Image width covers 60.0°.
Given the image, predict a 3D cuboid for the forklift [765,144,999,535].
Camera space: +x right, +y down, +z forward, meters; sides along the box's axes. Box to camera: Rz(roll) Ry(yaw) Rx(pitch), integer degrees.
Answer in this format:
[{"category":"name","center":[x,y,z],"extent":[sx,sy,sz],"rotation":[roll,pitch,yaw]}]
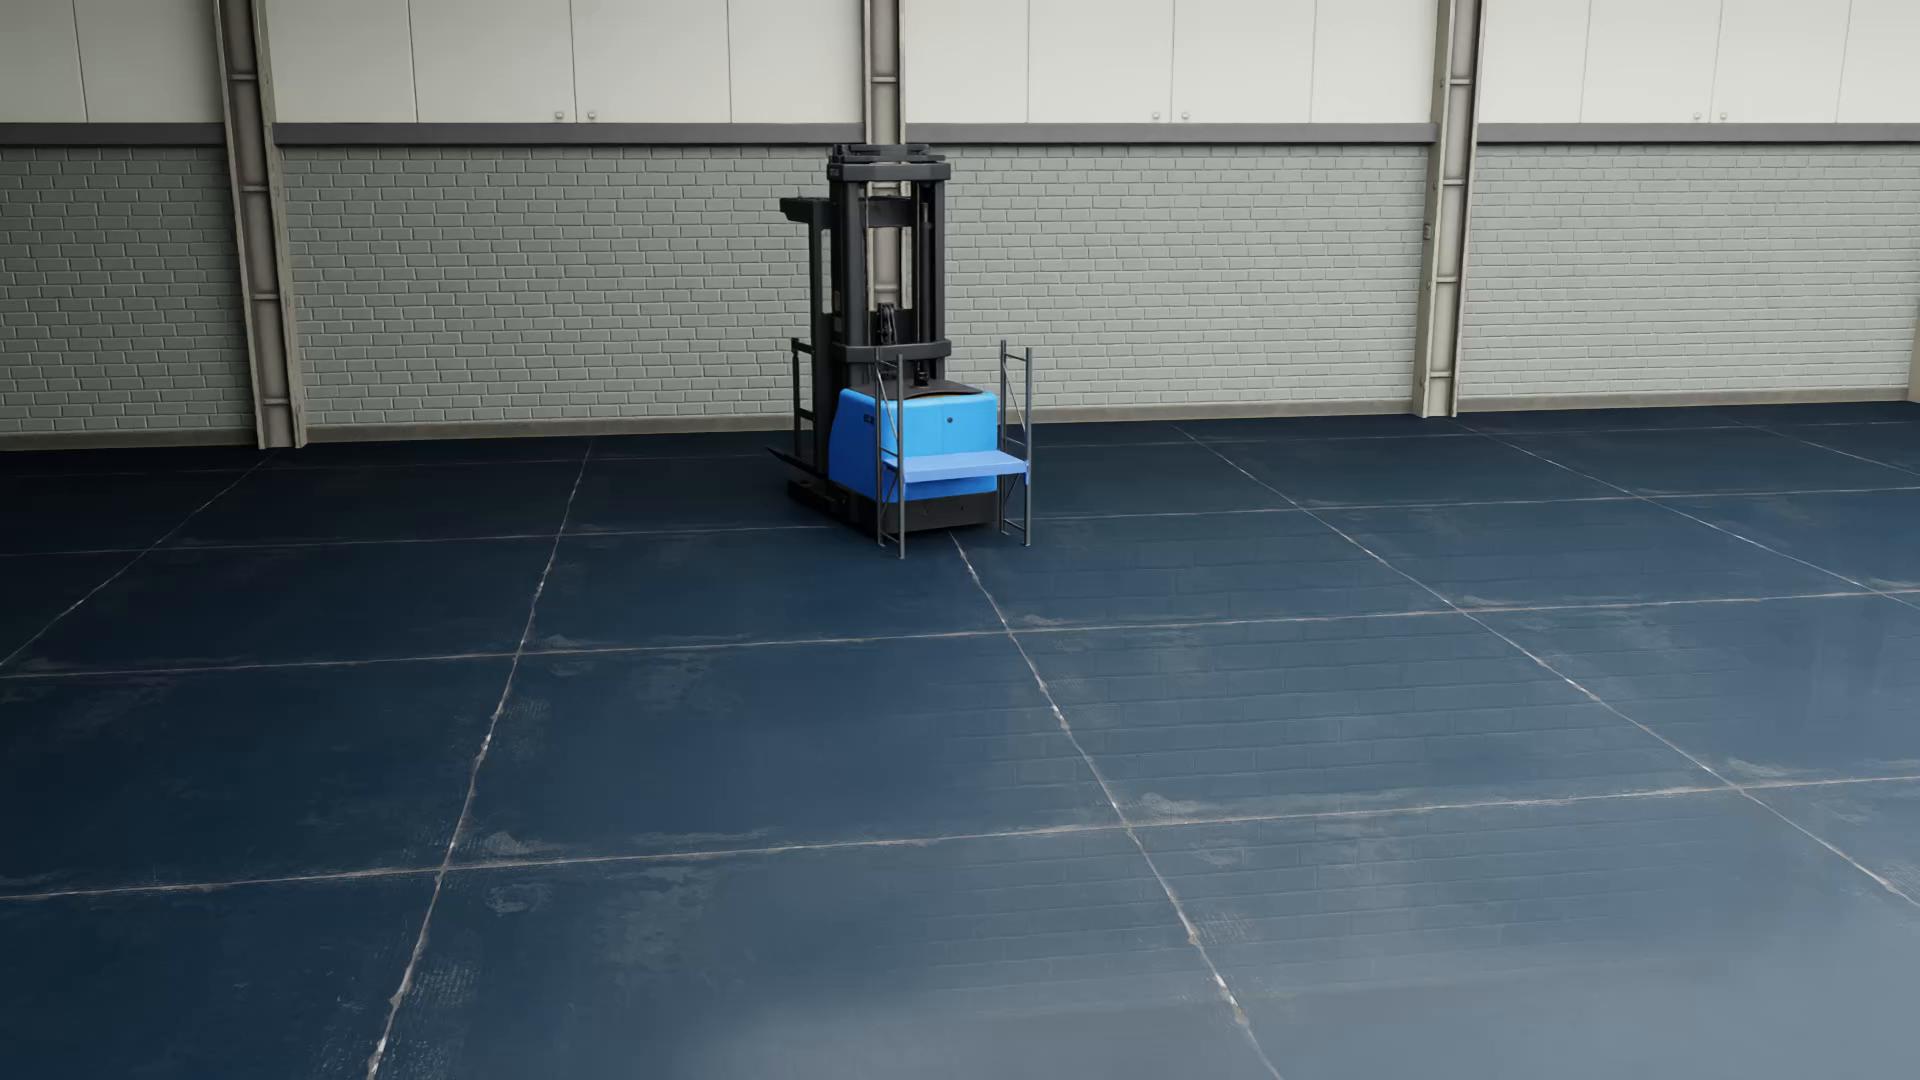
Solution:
[{"category":"forklift","center":[-0.807,-1.776,13.777],"extent":[1.130,2.935,3.031],"rotation":[-7,16,-26]}]

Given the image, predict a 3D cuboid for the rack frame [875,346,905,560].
[{"category":"rack frame","center":[-0.518,-0.641,12.193],"extent":[0.032,1.500,0.500],"rotation":[-6,15,-22]}]

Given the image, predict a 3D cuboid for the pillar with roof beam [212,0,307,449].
[{"category":"pillar with roof beam","center":[-6.049,-4.262,11.217],"extent":[0.400,9.000,9.100],"rotation":[-2,14,-8]}]

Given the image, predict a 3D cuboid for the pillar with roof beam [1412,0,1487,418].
[{"category":"pillar with roof beam","center":[5.817,-4.697,12.951],"extent":[0.400,9.000,9.100],"rotation":[-2,14,-8]}]

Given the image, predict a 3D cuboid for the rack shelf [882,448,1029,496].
[{"category":"rack shelf","center":[-0.049,-0.514,12.429],"extent":[1.000,0.185,0.538],"rotation":[-6,15,-22]}]

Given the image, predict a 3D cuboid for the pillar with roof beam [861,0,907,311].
[{"category":"pillar with roof beam","center":[-0.116,-4.479,12.084],"extent":[0.400,9.000,9.100],"rotation":[-2,14,-8]}]

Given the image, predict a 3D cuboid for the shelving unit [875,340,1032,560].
[{"category":"shelving unit","center":[-0.049,-0.689,12.385],"extent":[1.048,1.500,0.538],"rotation":[-6,15,-22]}]

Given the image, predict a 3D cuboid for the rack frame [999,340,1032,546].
[{"category":"rack frame","center":[0.419,-0.737,12.577],"extent":[0.032,1.500,0.500],"rotation":[-6,15,-22]}]

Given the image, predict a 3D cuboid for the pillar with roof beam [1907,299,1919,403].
[{"category":"pillar with roof beam","center":[11.751,-4.914,13.818],"extent":[0.400,9.000,9.100],"rotation":[-2,14,-8]}]
